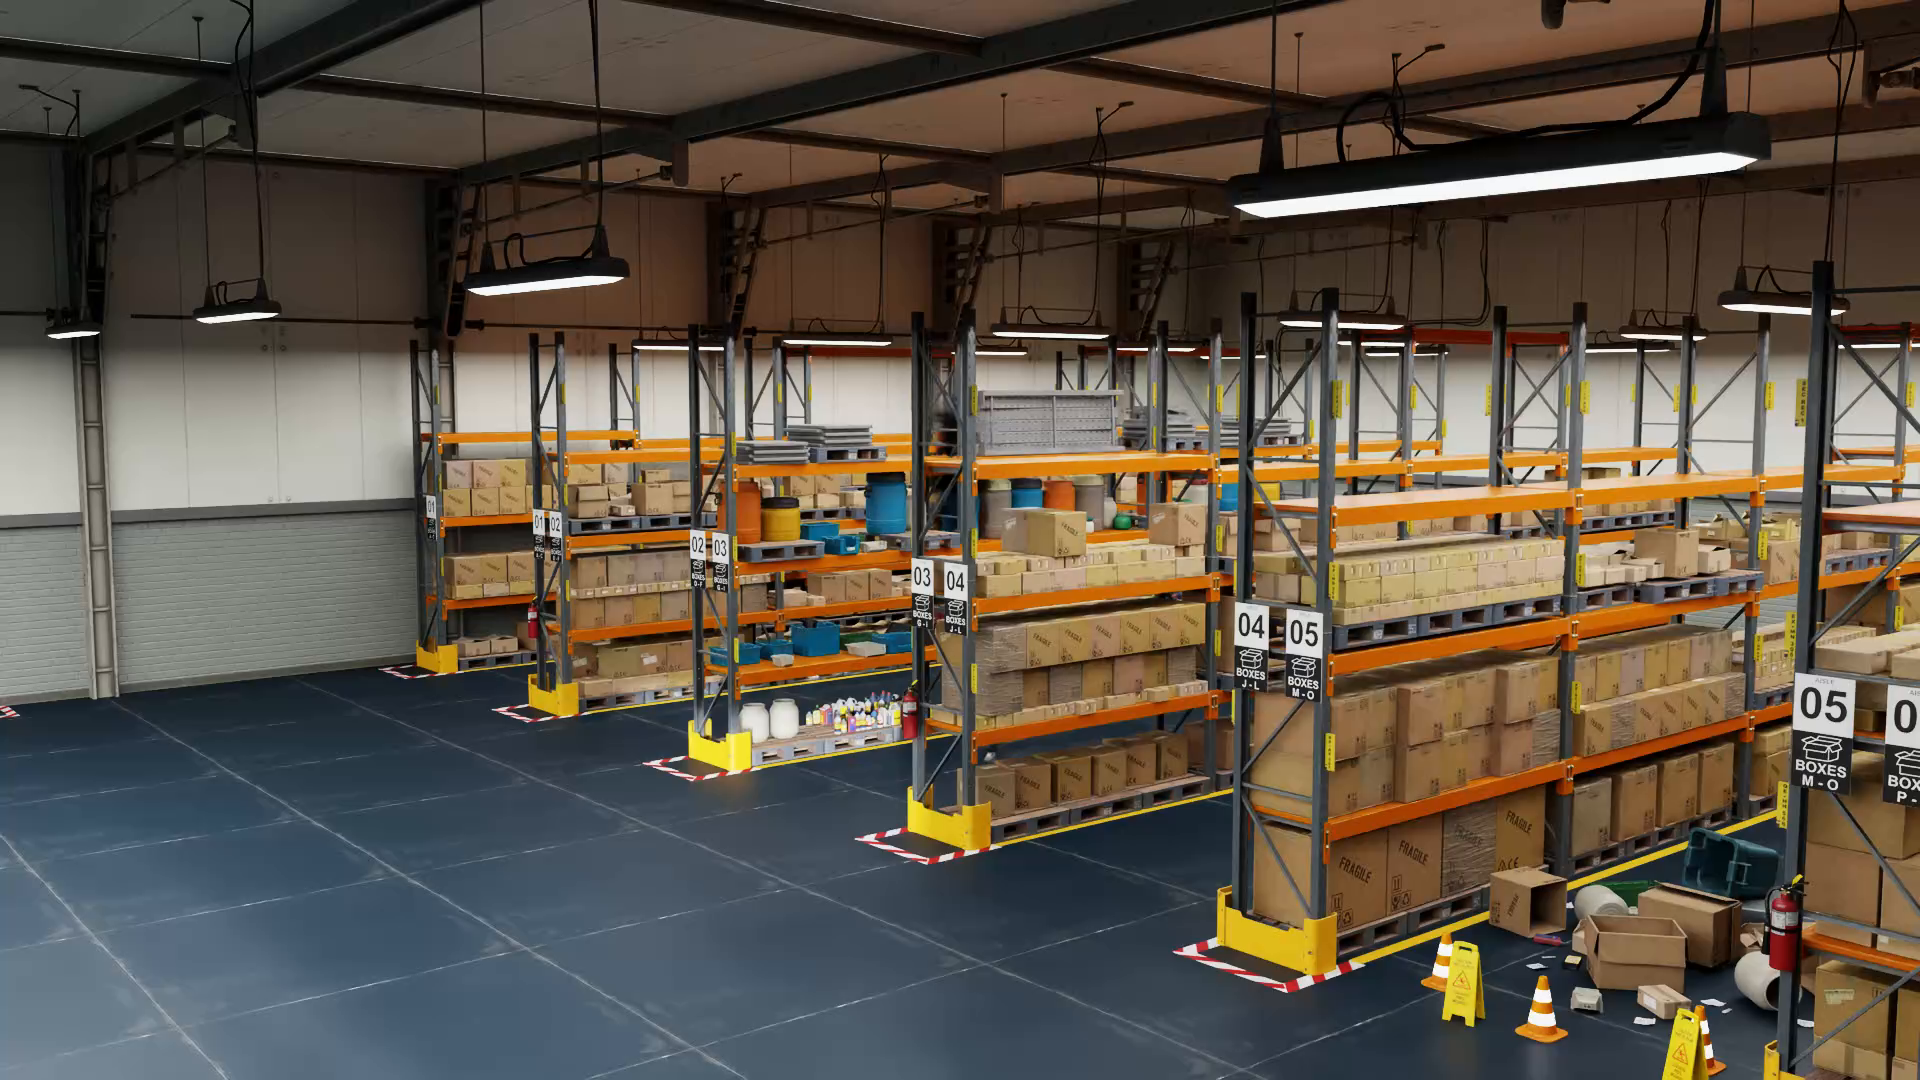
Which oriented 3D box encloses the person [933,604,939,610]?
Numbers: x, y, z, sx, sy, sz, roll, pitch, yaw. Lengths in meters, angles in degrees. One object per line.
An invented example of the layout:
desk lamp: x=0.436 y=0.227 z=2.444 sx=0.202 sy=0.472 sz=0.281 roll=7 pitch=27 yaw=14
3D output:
person: x=-0.494 y=1.032 z=35.042 sx=0.643 sy=1.766 sz=0.776 roll=4 pitch=7 yaw=40

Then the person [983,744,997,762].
person: x=0.549 y=2.273 z=23.245 sx=0.550 sy=1.551 sz=0.863 roll=1 pitch=5 yaw=15
